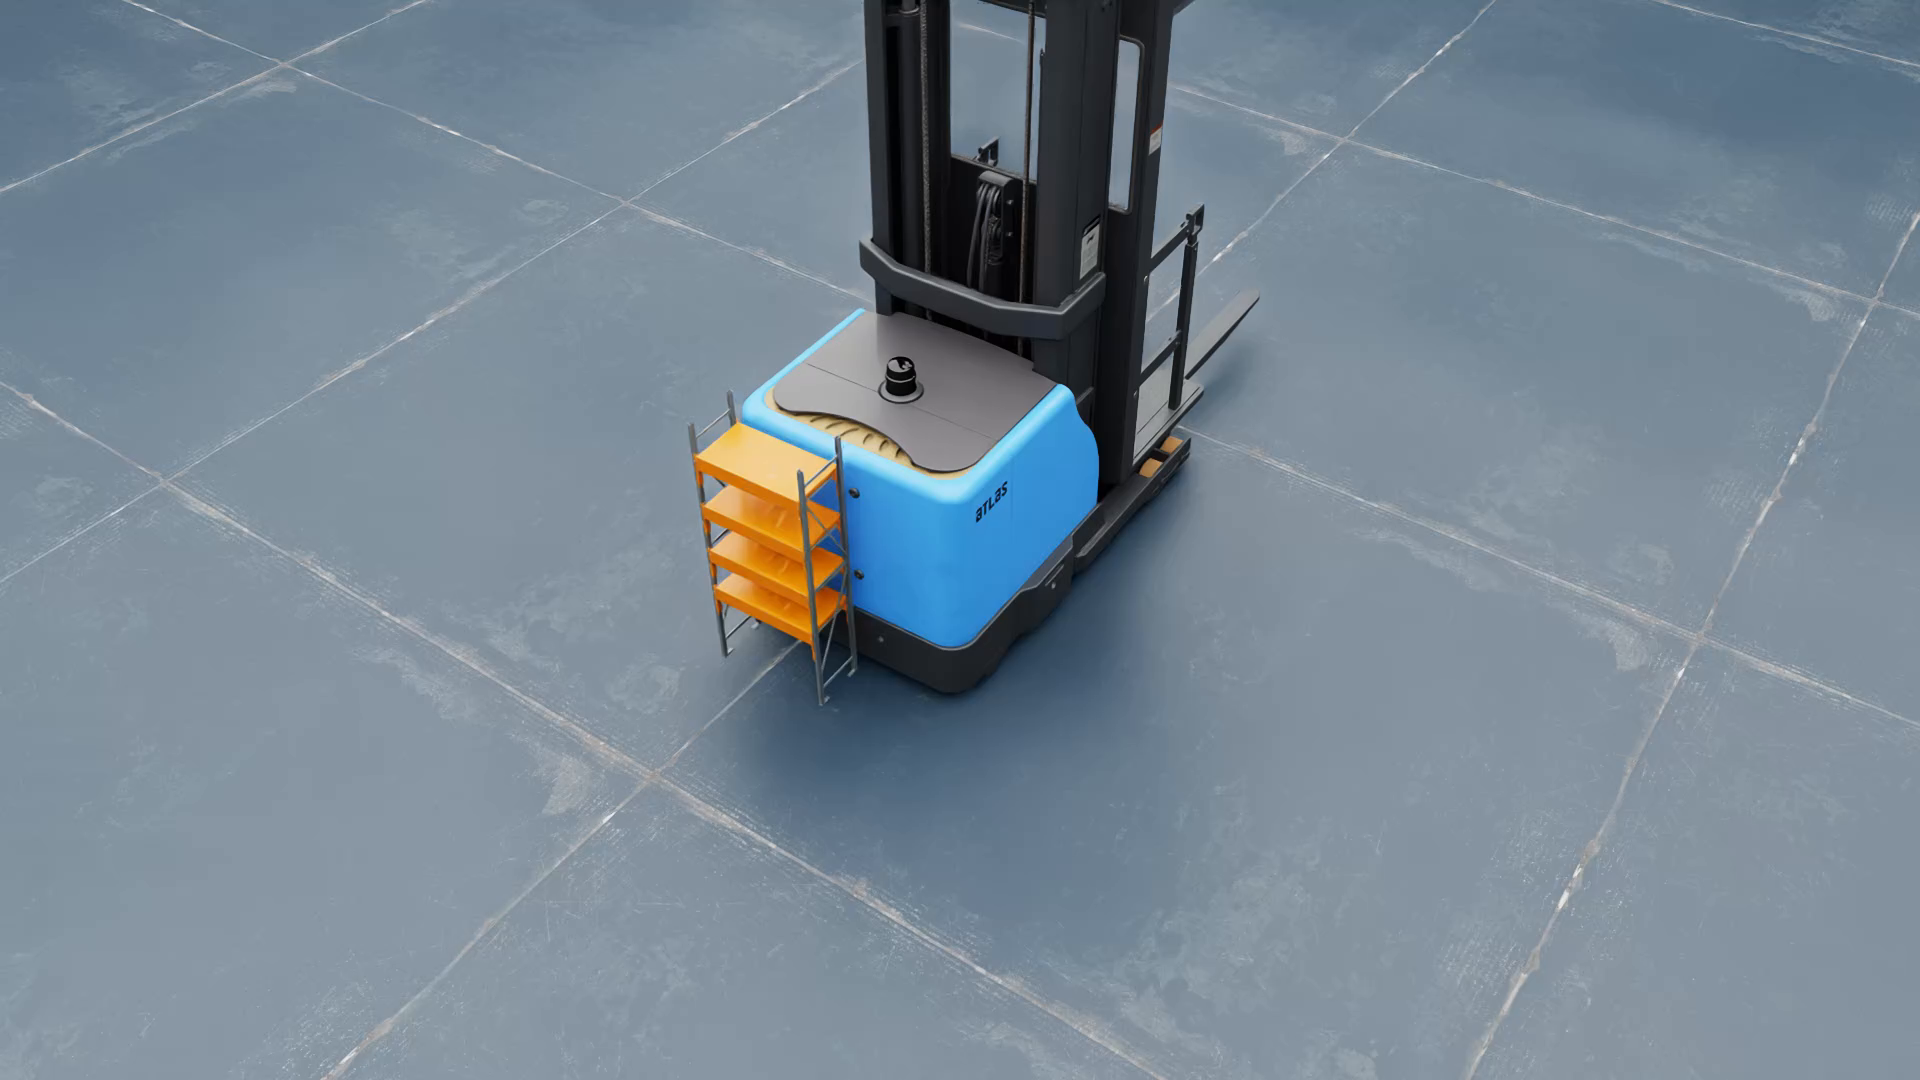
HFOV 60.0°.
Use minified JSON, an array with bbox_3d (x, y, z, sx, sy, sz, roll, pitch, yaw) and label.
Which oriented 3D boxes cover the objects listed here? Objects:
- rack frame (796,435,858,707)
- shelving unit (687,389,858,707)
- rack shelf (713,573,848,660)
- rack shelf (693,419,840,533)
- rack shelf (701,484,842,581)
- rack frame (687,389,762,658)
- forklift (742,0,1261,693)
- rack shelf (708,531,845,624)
[{"bbox_3d":[-0.486,0.141,6.189,0.015,1.200,0.240,24,48,24],"label":"rack frame"},{"bbox_3d":[-0.690,0.052,6.289,0.503,1.200,0.258,24,48,24],"label":"shelving unit"},{"bbox_3d":[-0.688,0.248,6.469,0.480,0.148,0.258,24,48,24],"label":"rack shelf"},{"bbox_3d":[-0.693,-0.237,6.023,0.480,0.148,0.258,24,48,24],"label":"rack shelf"},{"bbox_3d":[-0.691,-0.063,6.183,0.480,0.148,0.258,24,48,24],"label":"rack shelf"},{"bbox_3d":[-0.894,-0.037,6.388,0.015,1.200,0.240,24,48,24],"label":"rack frame"},{"bbox_3d":[0.393,-1.450,6.672,1.130,2.935,3.031,24,47,24],"label":"forklift"},{"bbox_3d":[-0.690,0.102,6.334,0.480,0.148,0.258,24,48,24],"label":"rack shelf"}]
